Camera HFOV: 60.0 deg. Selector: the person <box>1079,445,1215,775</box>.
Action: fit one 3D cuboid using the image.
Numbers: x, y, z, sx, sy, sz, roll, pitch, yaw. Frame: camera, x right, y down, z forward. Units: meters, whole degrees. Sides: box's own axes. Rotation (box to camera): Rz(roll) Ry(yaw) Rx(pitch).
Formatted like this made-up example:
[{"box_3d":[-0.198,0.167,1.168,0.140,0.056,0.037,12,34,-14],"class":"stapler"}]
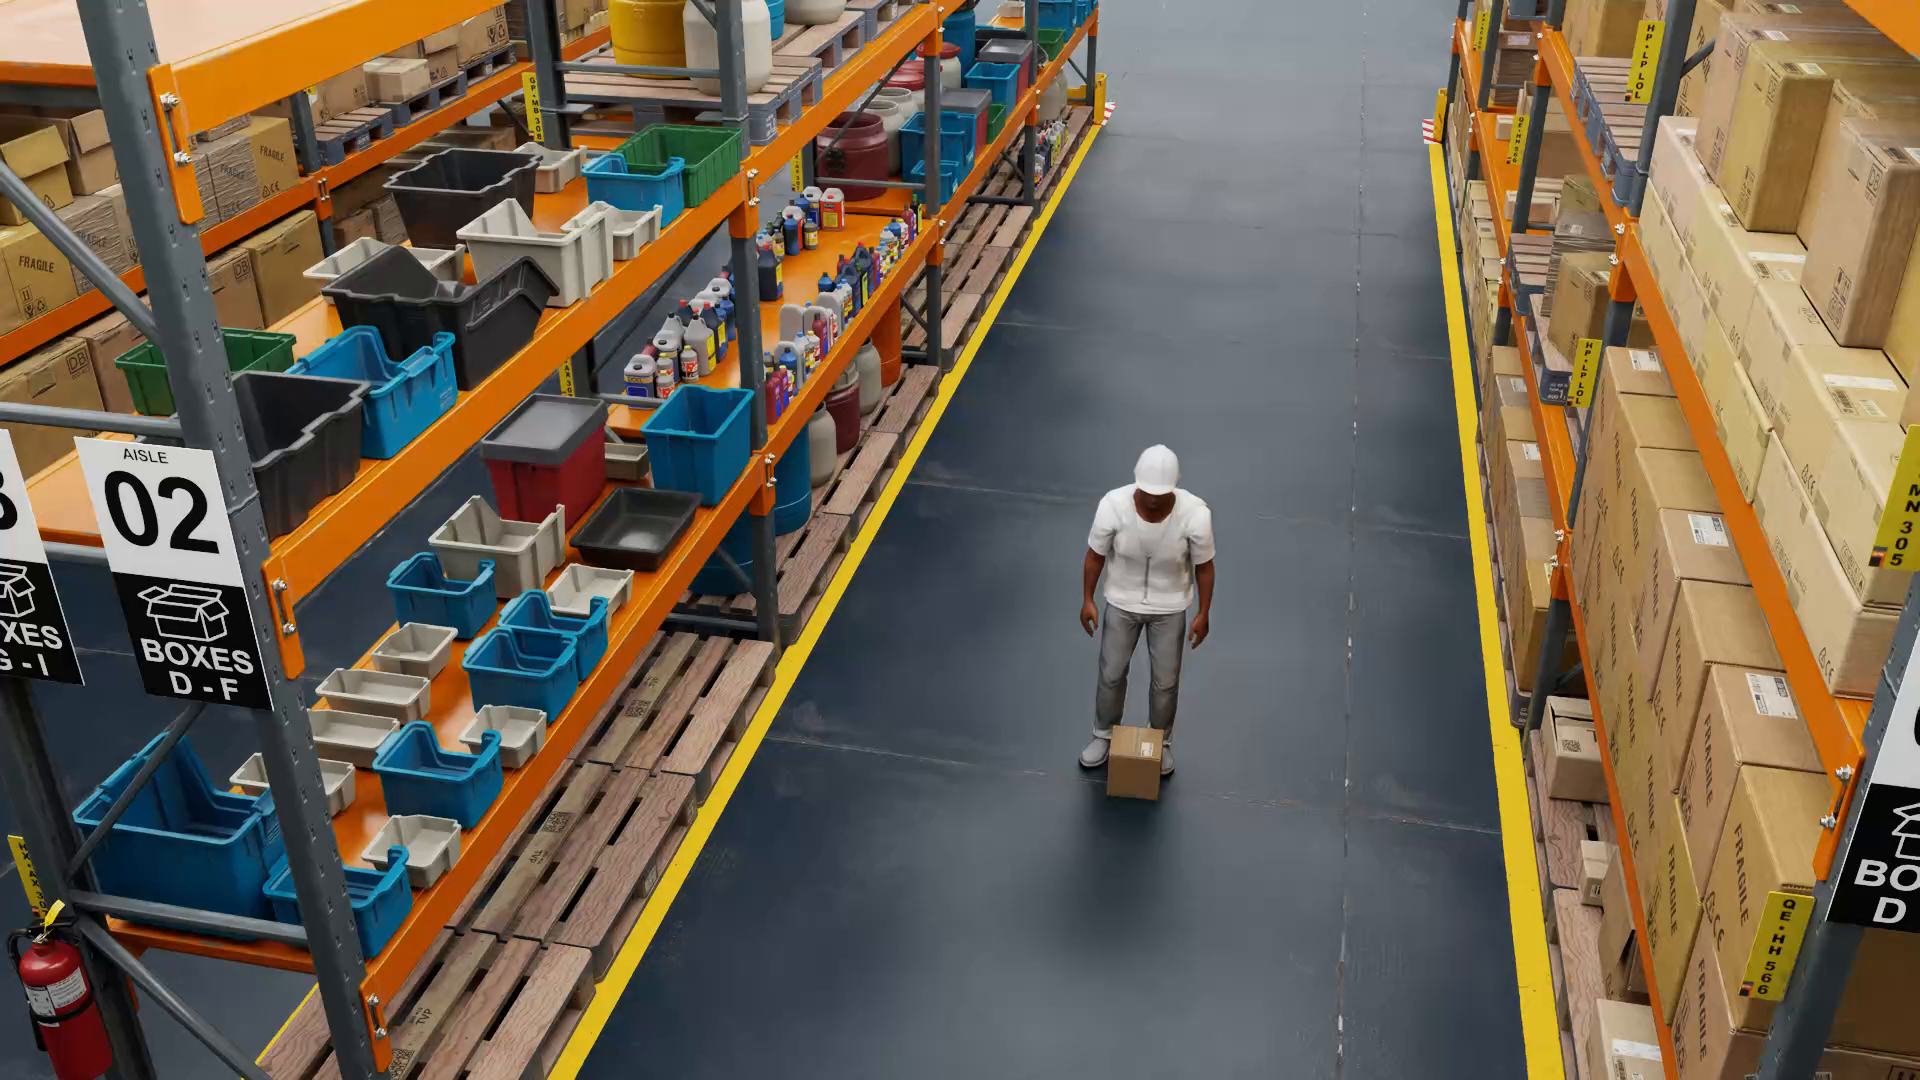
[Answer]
[{"box_3d":[0.894,0.326,8.005,0.626,1.761,0.458,6,29,11],"class":"person"}]
